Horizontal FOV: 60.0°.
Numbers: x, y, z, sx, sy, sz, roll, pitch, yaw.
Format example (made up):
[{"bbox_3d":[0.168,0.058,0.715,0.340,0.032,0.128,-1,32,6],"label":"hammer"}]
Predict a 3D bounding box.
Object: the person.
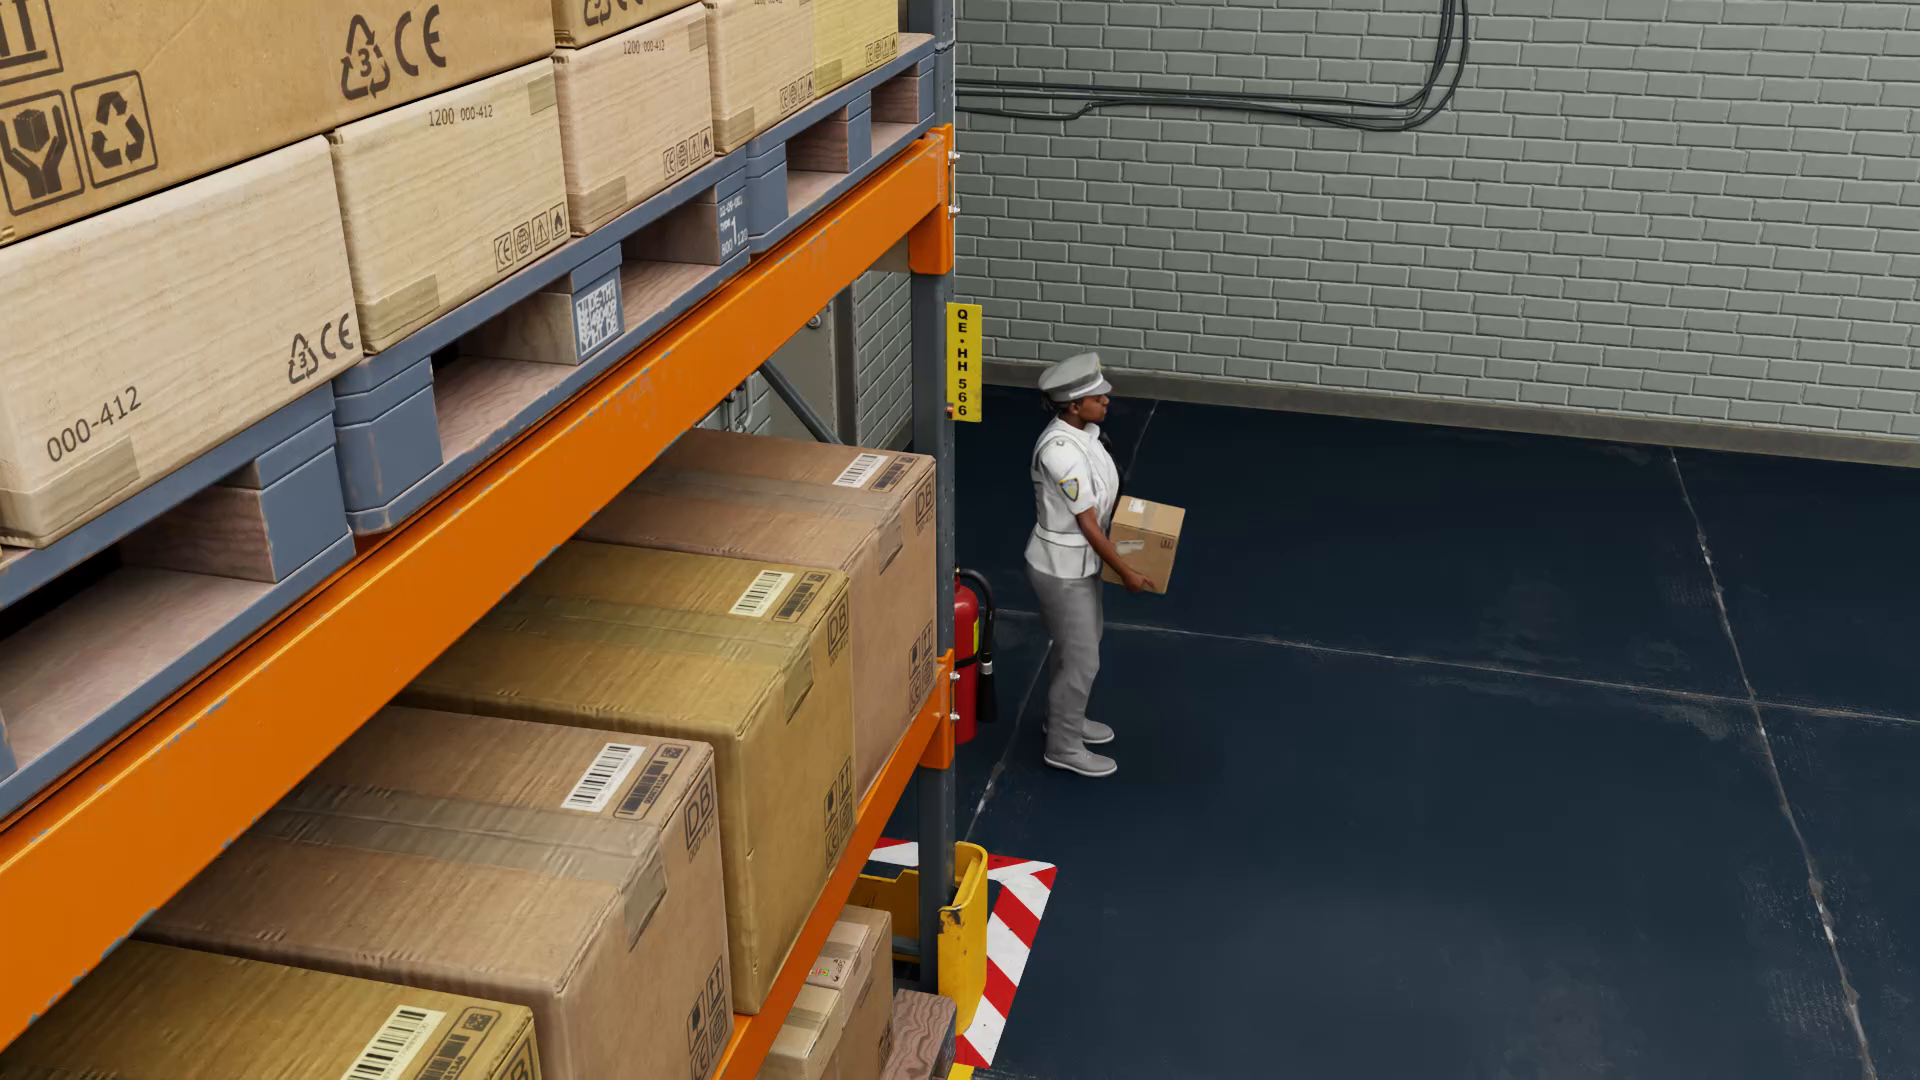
[{"bbox_3d":[3.868,2.680,0.788,9.929,1.843,10.821,6,26,12],"label":"person"}]
